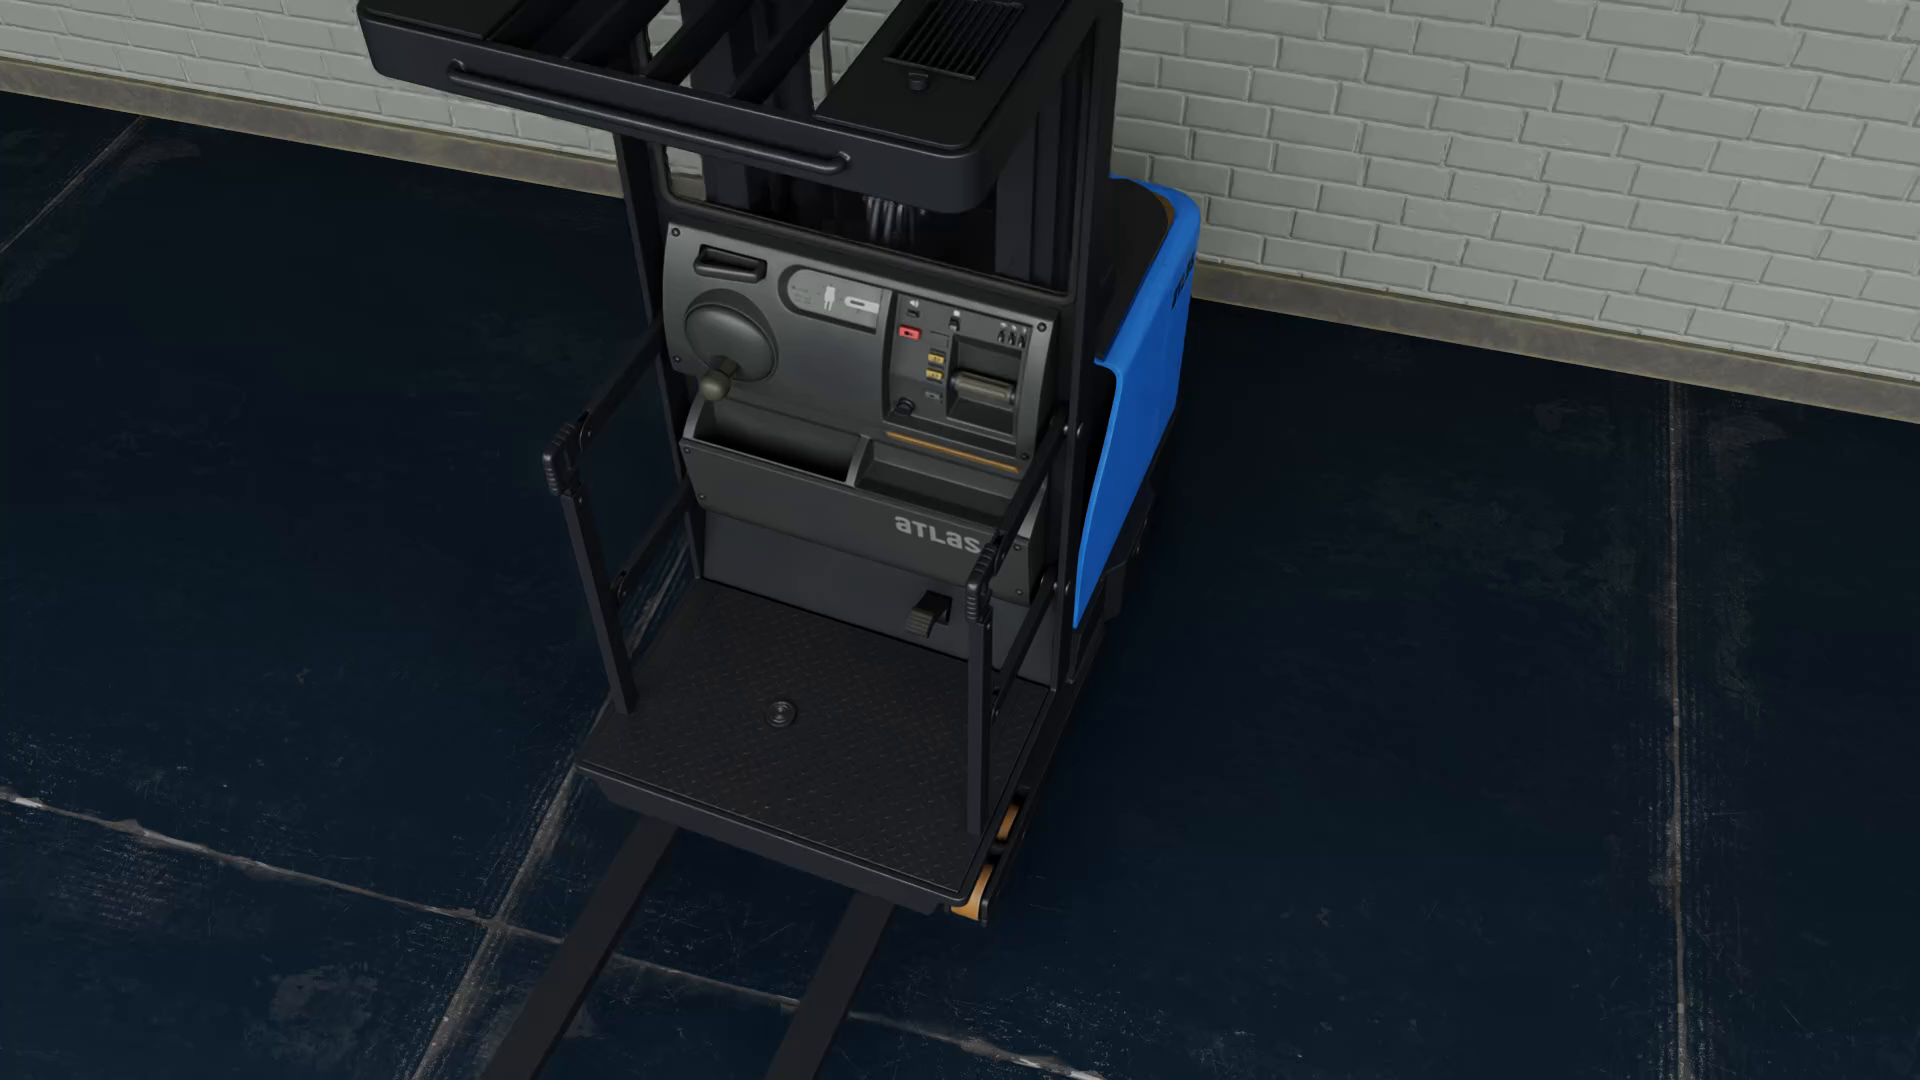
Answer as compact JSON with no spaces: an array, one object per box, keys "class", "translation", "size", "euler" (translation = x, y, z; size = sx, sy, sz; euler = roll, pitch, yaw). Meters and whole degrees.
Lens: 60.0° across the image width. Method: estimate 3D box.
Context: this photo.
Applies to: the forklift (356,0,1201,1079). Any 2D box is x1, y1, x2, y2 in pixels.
[{"class":"forklift","translation":[-0.319,-0.341,3.596],"size":[1.130,2.935,3.031],"euler":[17,51,14]}]
